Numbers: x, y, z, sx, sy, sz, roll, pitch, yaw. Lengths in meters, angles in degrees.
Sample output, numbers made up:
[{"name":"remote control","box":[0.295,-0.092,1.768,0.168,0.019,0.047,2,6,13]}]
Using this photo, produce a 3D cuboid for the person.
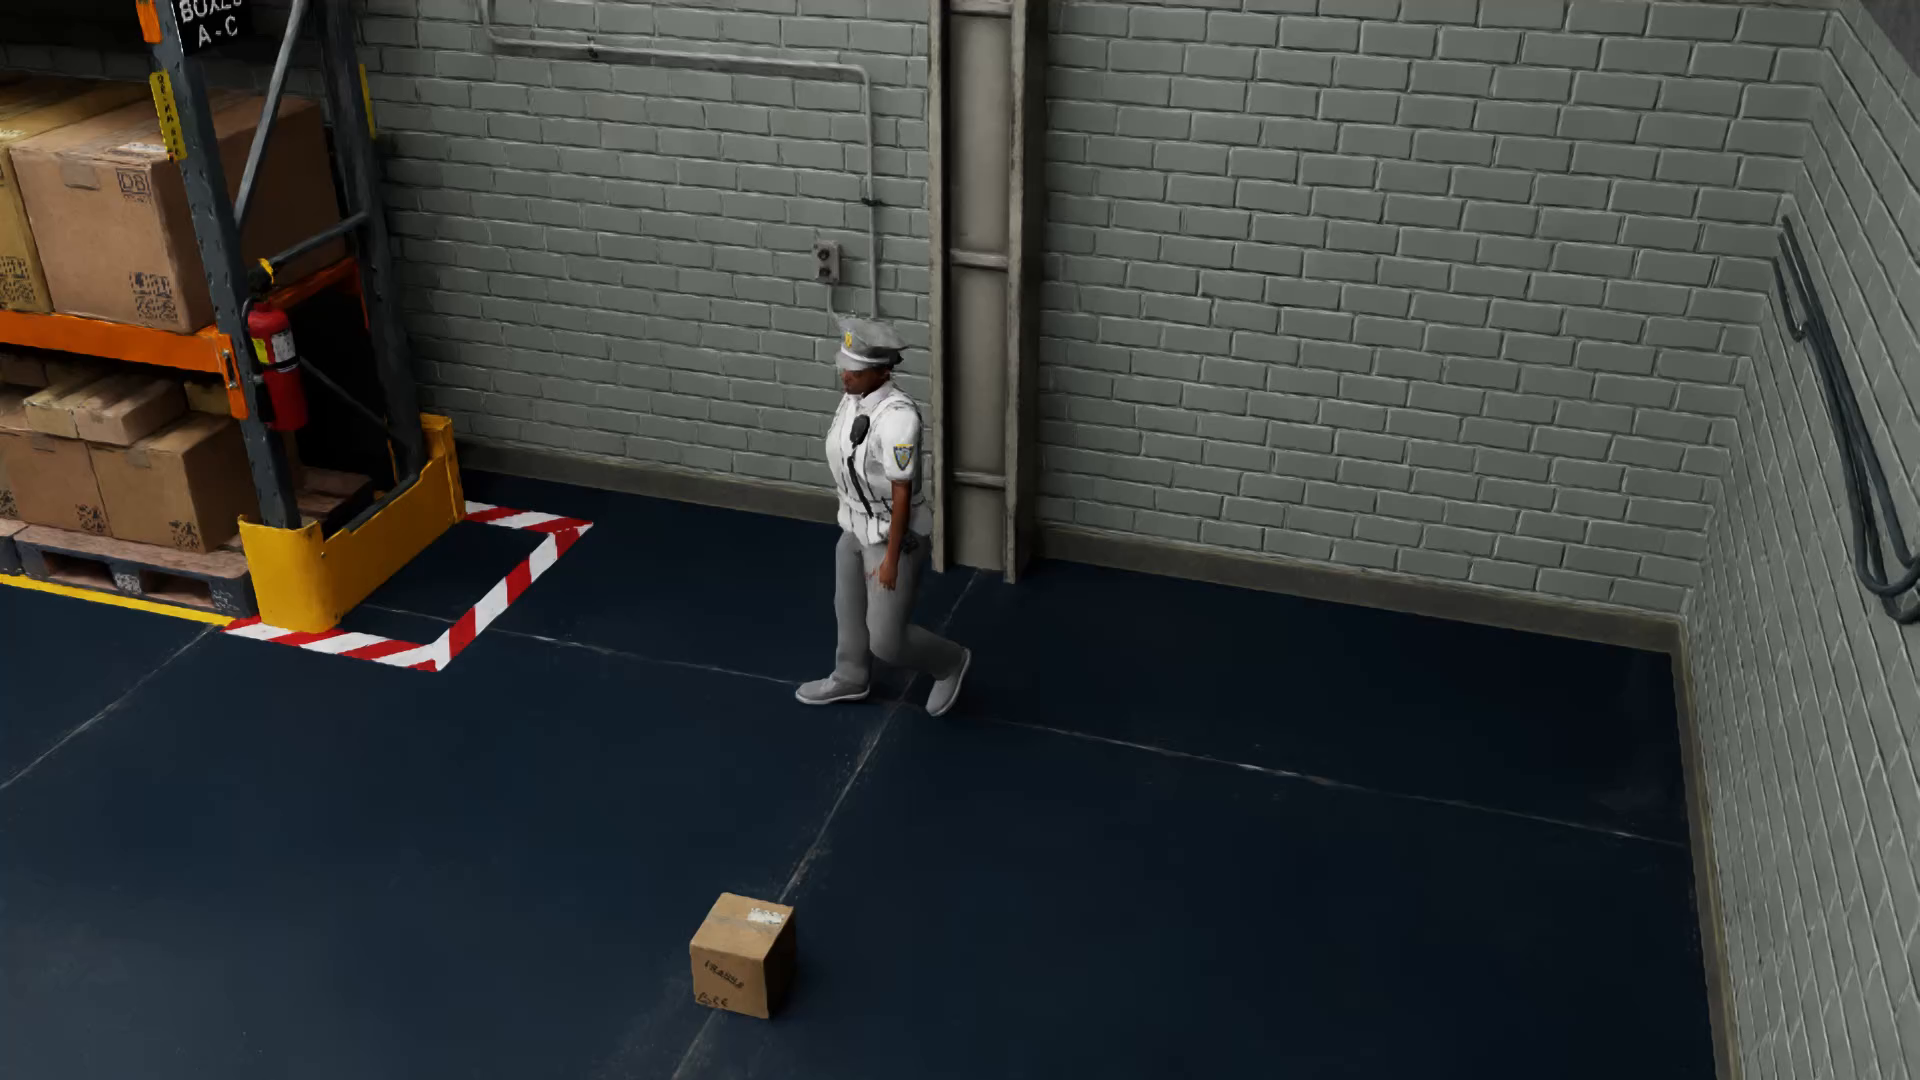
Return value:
[{"name":"person","box":[-0.287,-0.048,6.173,0.558,1.667,0.582,-16,33,-26]}]
